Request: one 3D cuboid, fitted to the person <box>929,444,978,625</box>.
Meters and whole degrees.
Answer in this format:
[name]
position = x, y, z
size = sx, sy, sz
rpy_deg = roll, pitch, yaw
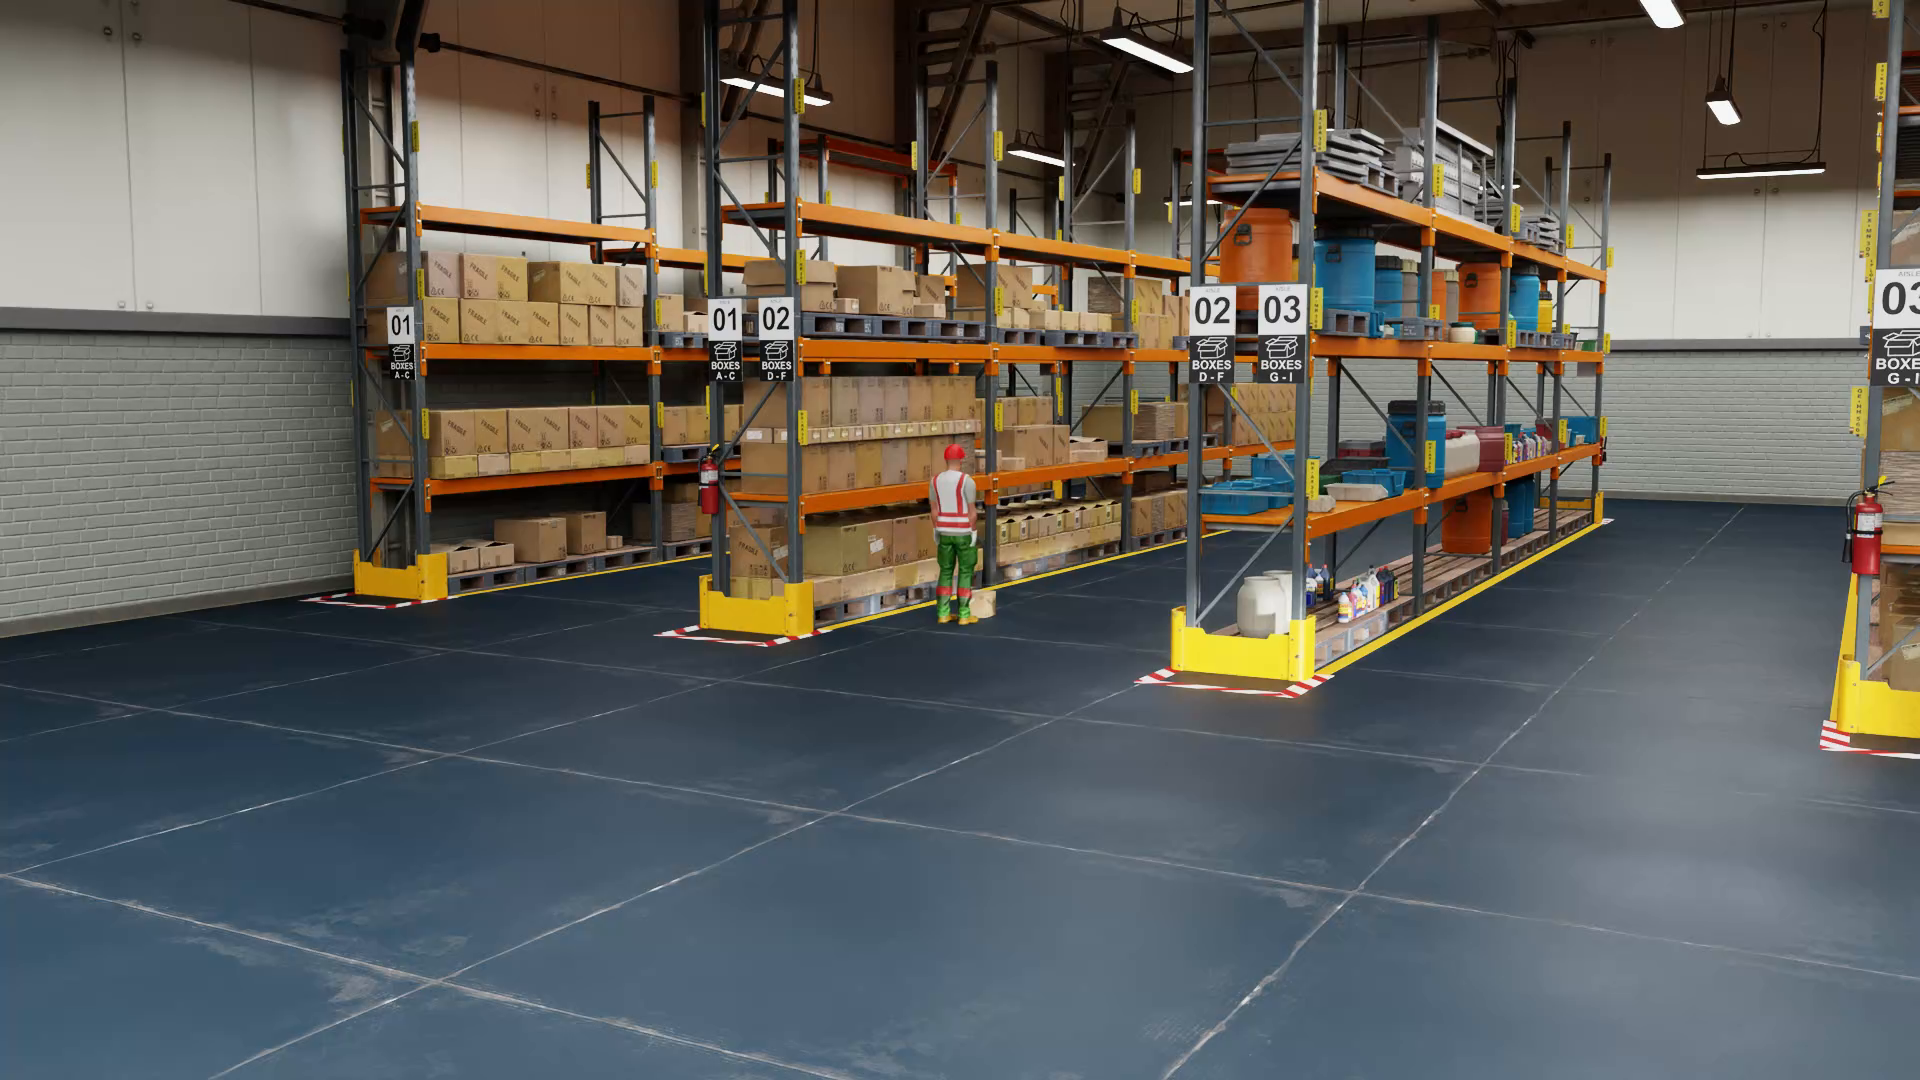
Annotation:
[person]
position = -0.049, -0.063, 16.584
size = 0.525, 1.783, 0.338
rpy_deg = 3, 7, 30
